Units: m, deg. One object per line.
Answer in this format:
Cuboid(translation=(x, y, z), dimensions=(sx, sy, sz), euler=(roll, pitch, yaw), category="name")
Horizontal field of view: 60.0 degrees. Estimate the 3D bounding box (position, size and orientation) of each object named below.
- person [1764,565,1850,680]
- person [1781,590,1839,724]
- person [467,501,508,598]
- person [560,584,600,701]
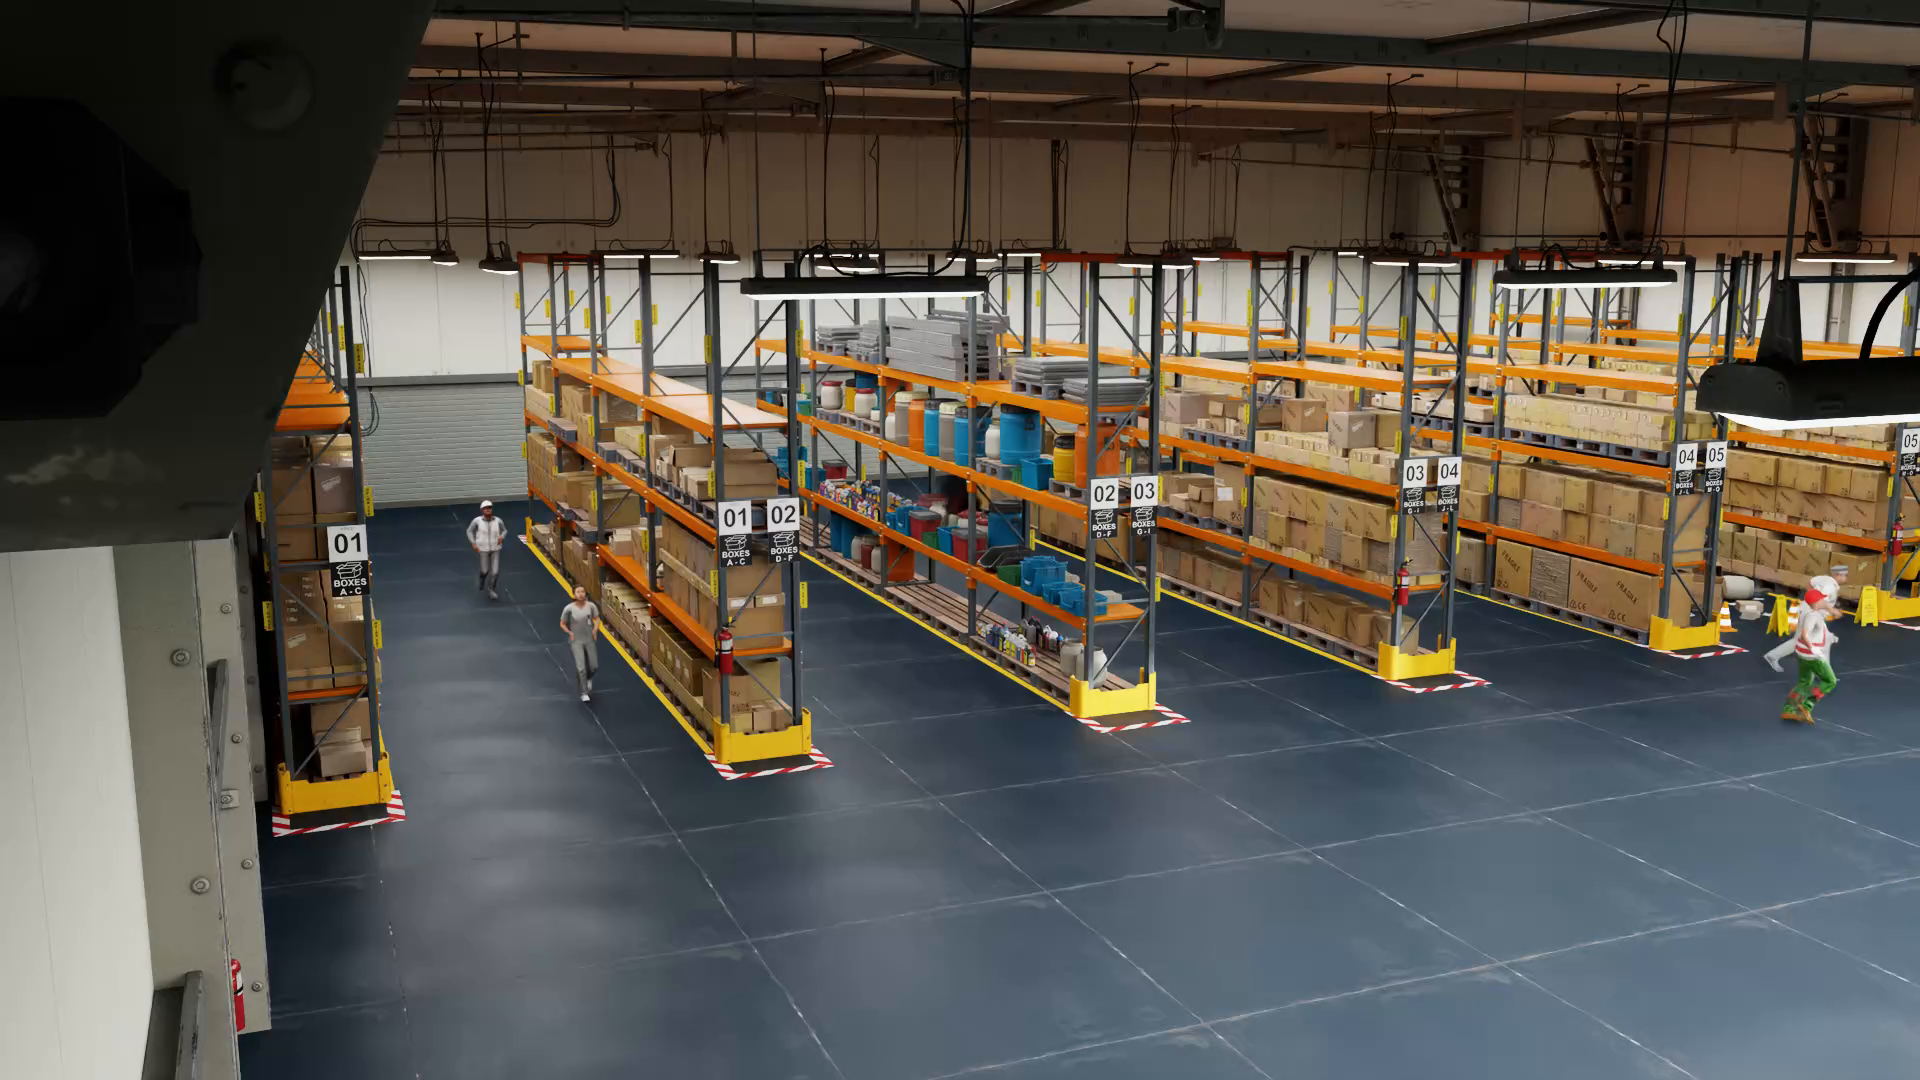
Cuboid(translation=(12.240, 1.183, 24.079), dimensions=(1.023, 1.723, 0.704), euler=(3, 11, 16), category="person")
Cuboid(translation=(11.184, 1.525, 21.774), dimensions=(0.670, 1.767, 0.634), euler=(1, 10, 8), category="person")
Cuboid(translation=(-8.306, 0.164, 29.326), dimensions=(0.688, 1.722, 0.546), euler=(-5, 11, -24), category="person")
Cuboid(translation=(-5.196, 1.376, 22.852), dimensions=(0.561, 1.564, 0.534), euler=(-4, 11, -23), category="person")
